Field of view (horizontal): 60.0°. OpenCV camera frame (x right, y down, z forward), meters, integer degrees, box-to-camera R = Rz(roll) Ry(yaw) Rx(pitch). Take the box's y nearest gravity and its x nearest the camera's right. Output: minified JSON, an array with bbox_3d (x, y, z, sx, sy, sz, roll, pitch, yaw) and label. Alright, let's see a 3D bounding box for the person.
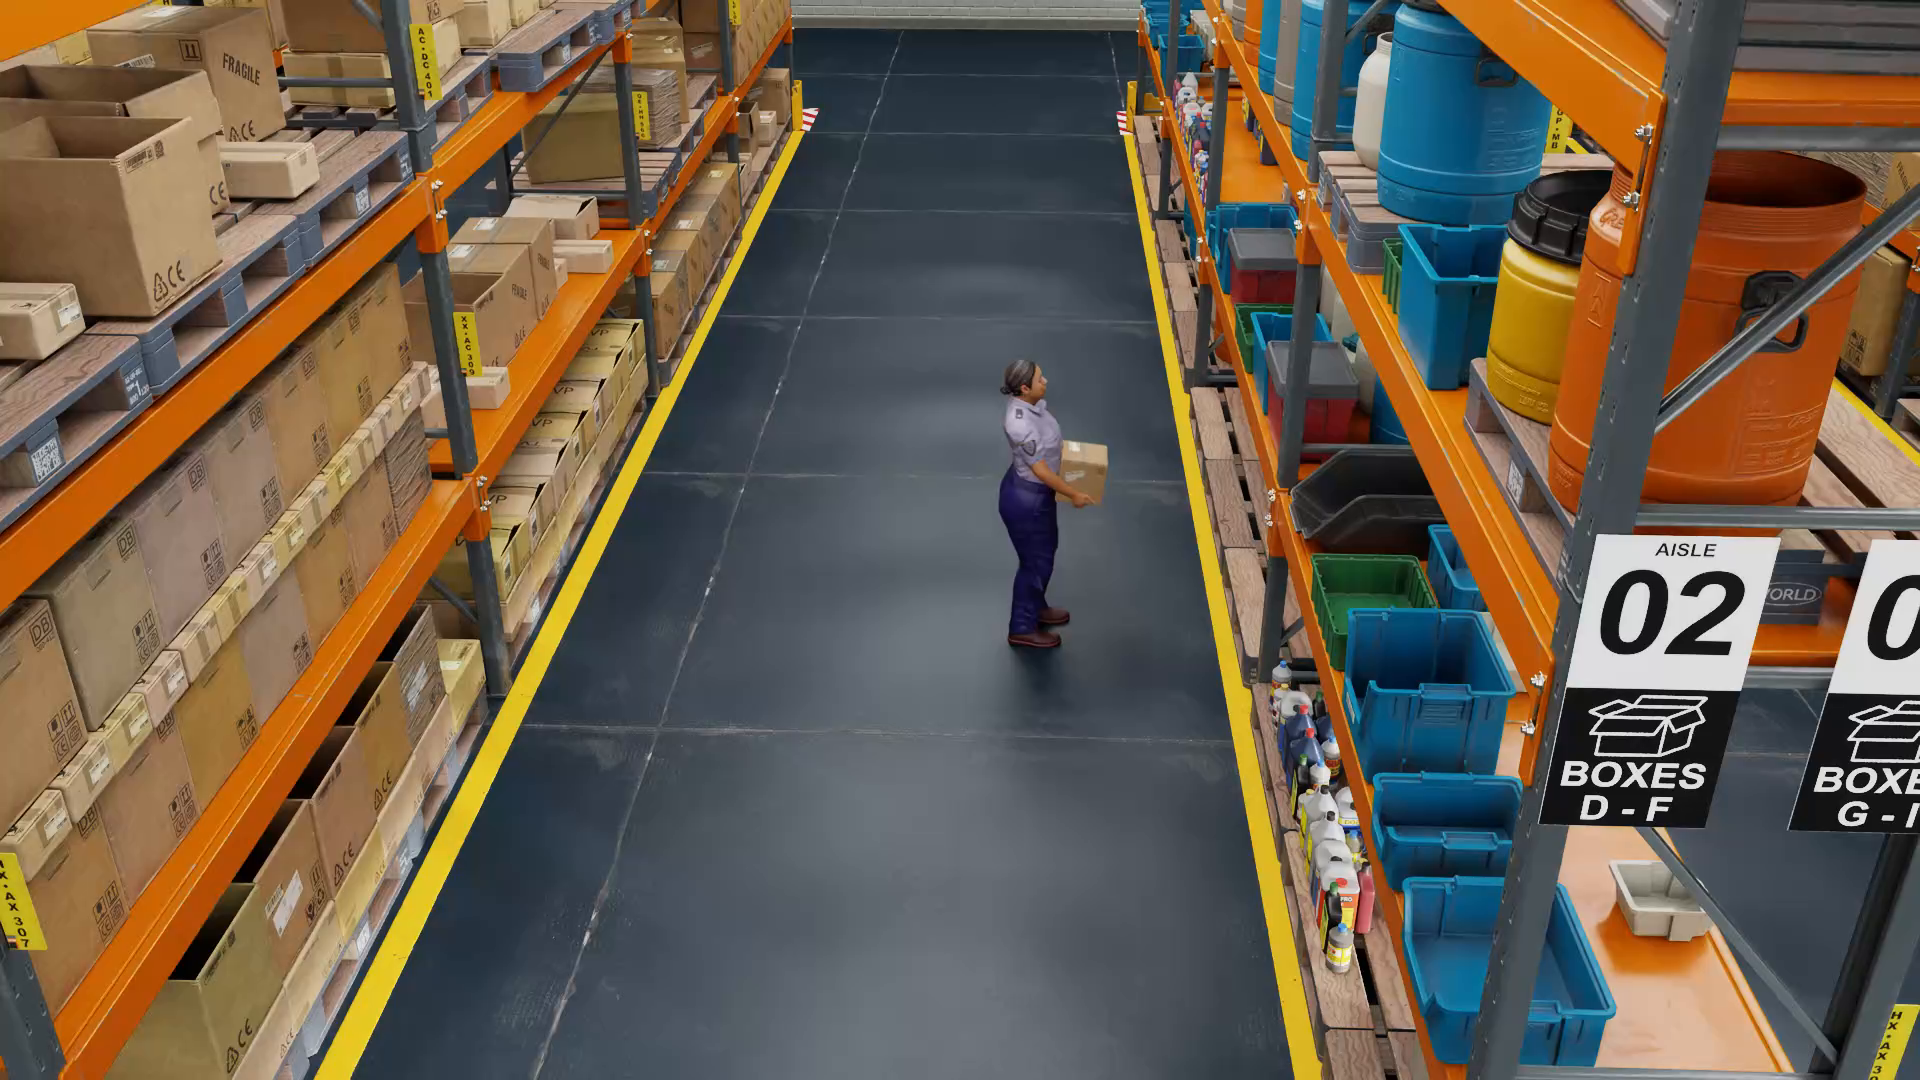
[{"bbox_3d":[0.468,-0.213,9.049,0.517,1.637,0.453,2,28,3],"label":"person"}]
